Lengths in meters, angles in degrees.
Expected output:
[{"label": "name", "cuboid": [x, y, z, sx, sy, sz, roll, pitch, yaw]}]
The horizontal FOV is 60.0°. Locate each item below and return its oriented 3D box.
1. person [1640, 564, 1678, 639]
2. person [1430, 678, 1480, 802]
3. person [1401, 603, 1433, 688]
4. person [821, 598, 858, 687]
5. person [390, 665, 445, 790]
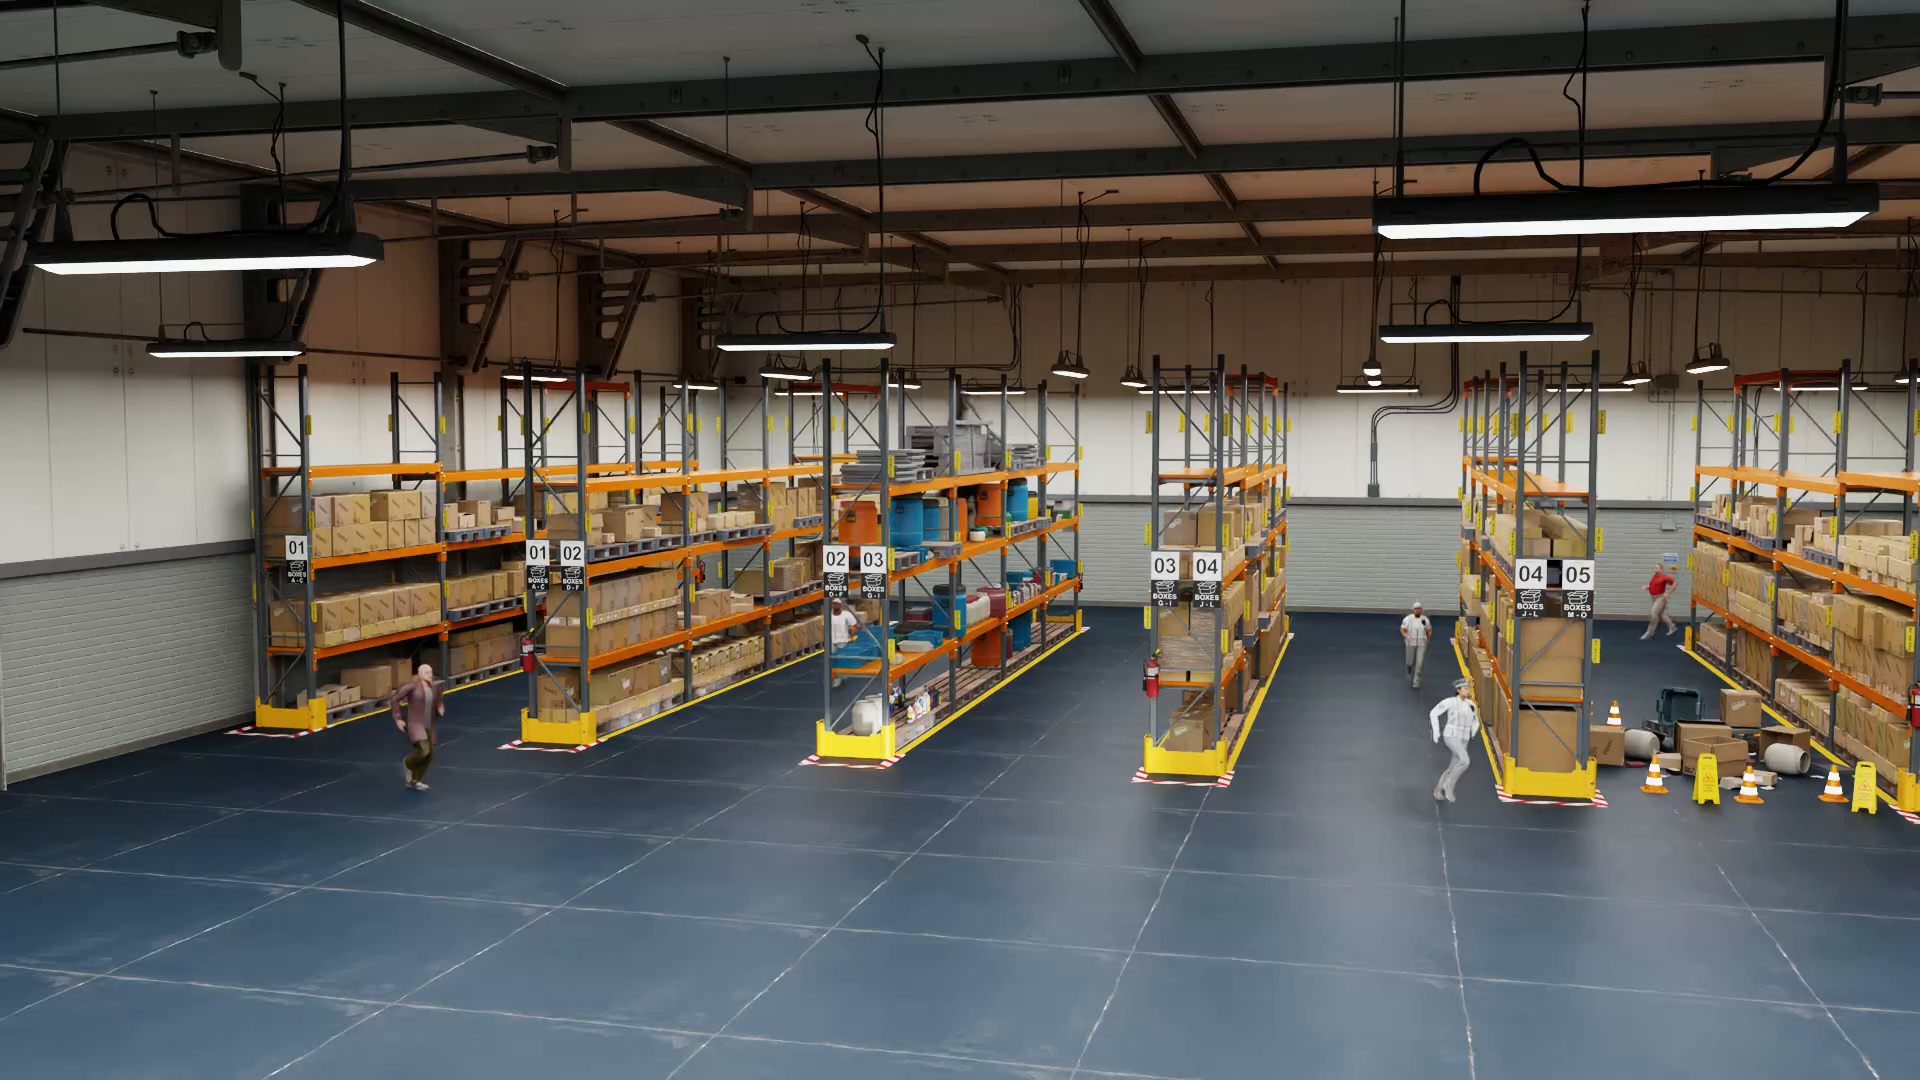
[{"label": "person", "cuboid": [16.403, 1.437, 39.009, 0.942, 1.753, 0.655, 0, 4, -1]}, {"label": "person", "cuboid": [6.639, 2.644, 22.064, 0.602, 1.627, 0.616, -2, 4, -22]}, {"label": "person", "cuboid": [8.738, 1.999, 31.824, 0.595, 1.622, 0.560, 1, 4, 11]}, {"label": "person", "cuboid": [-2.351, 1.949, 31.853, 0.700, 1.723, 0.583, 1, 4, 13]}, {"label": "person", "cuboid": [-7.339, 2.568, 22.745, 0.673, 1.729, 0.703, 3, 5, 36]}]
